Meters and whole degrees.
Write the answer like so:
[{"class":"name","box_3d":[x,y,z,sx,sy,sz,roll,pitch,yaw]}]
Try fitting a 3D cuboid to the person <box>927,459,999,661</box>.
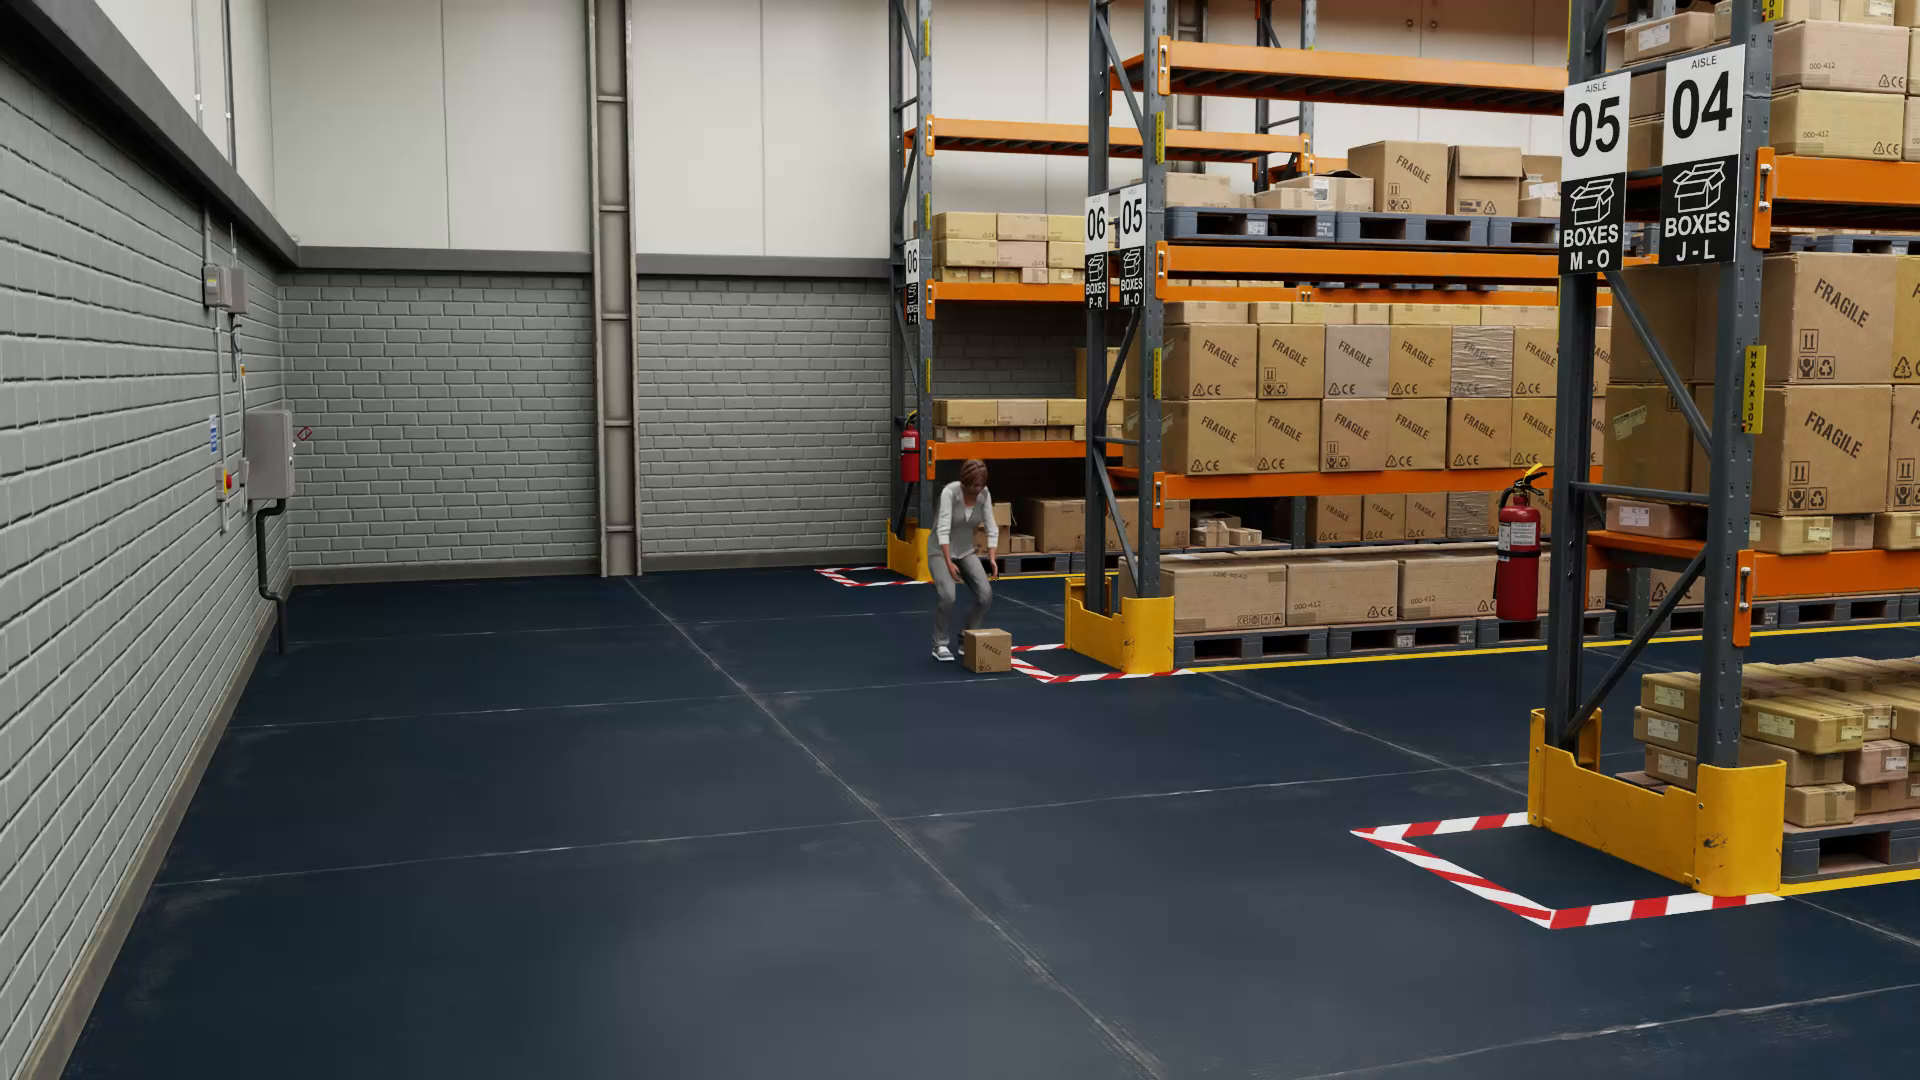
[{"class":"person","box_3d":[0.023,0.133,11.493,0.458,1.400,0.581,-3,7,-25]}]
